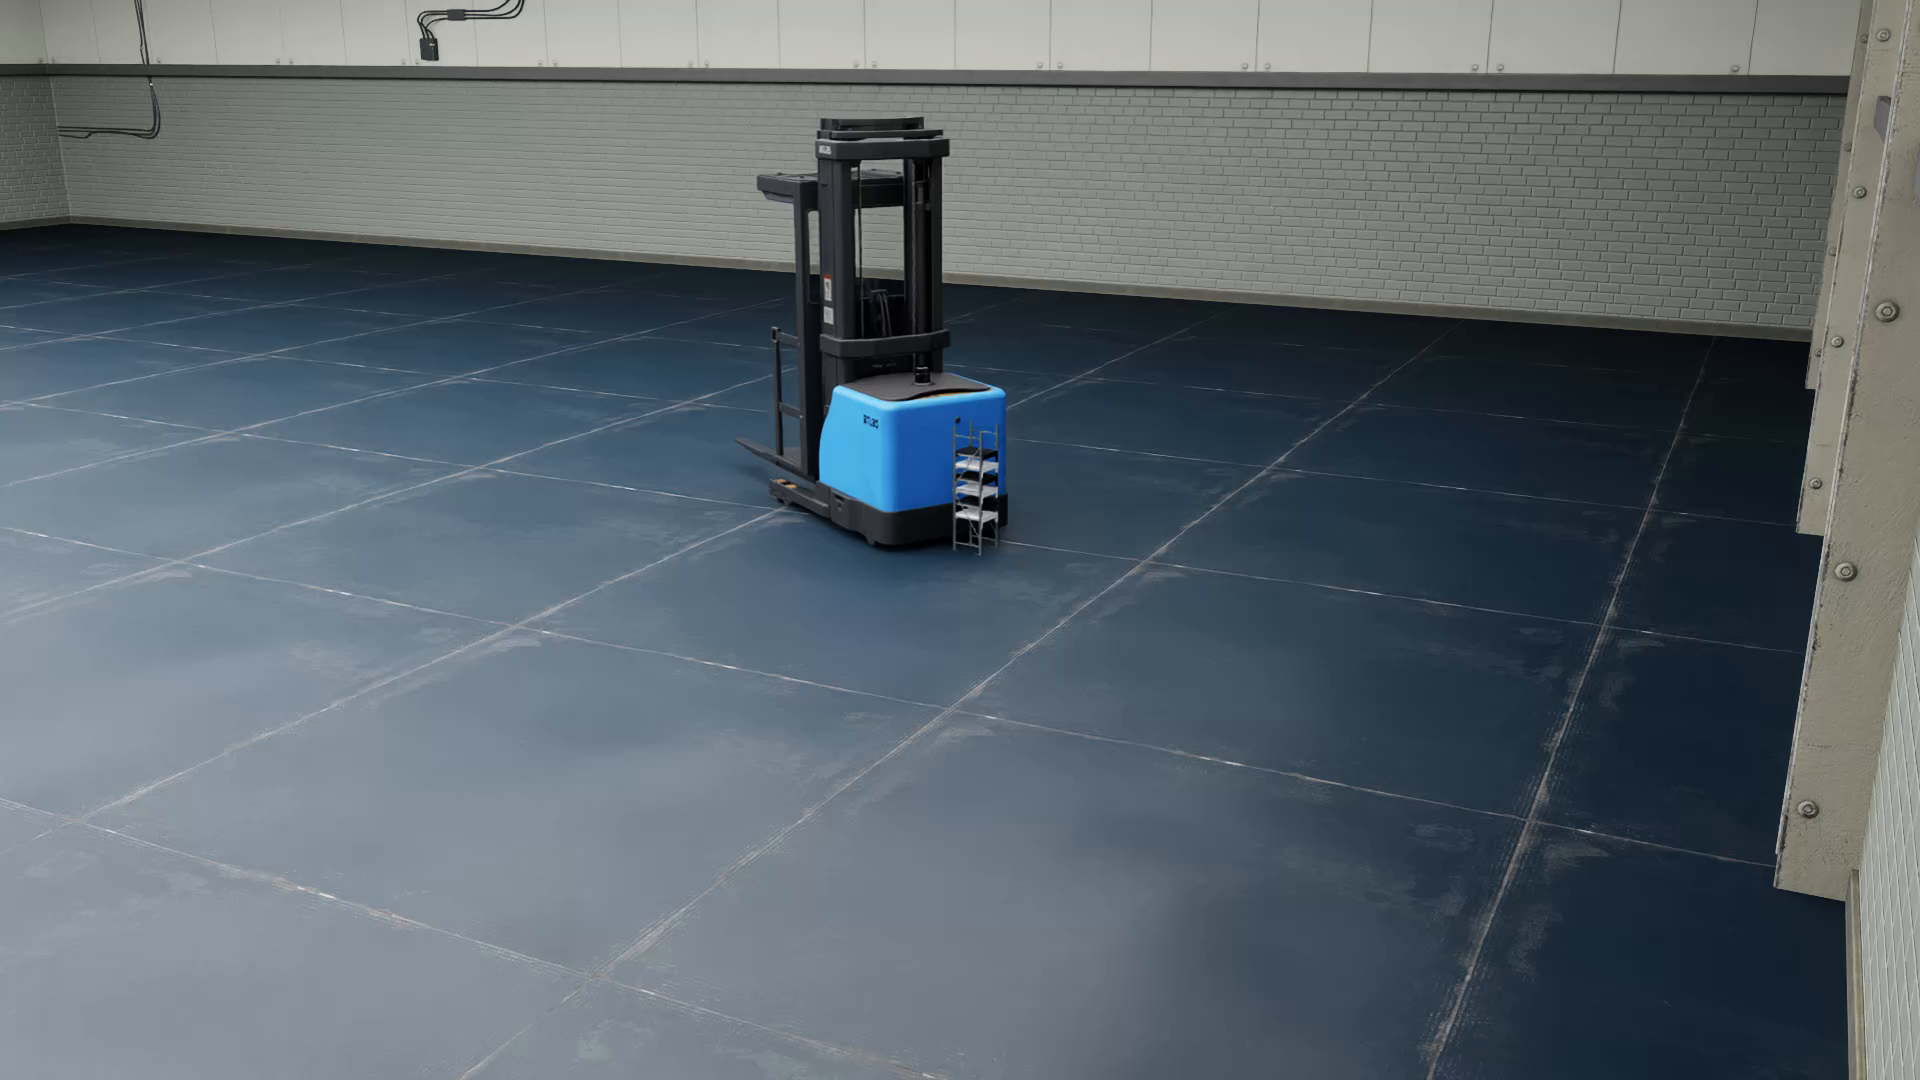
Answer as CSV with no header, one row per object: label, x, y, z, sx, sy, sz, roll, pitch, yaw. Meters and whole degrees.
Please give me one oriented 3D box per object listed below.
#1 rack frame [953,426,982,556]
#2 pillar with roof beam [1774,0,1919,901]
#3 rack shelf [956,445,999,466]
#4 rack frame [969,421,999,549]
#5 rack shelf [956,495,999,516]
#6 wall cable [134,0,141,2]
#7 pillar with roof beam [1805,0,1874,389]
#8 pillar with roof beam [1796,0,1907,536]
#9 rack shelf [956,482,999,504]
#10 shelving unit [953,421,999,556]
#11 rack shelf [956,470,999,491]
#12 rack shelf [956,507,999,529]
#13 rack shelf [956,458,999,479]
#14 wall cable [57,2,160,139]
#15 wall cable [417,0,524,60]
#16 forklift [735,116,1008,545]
rack frame,0.053,-0.339,11.584,0.240,0.900,0.006,11,20,33
pillar with roof beam,-0.170,-3.418,7.726,9.100,9.000,0.400,8,18,25
rack shelf,0.110,-0.589,11.597,0.258,0.077,0.200,11,20,33
rack frame,0.168,-0.386,11.744,0.240,0.900,0.006,11,20,33
rack shelf,0.110,-0.244,11.699,0.258,0.077,0.200,11,20,33
wall cable,-14.217,-11.105,30.190,3.097,2.526,0.112,8,18,25
pillar with roof beam,5.192,-6.474,18.017,9.100,9.000,0.400,8,18,25
pillar with roof beam,2.511,-4.946,12.872,9.100,9.000,0.400,8,18,25
rack shelf,0.110,-0.331,11.674,0.258,0.077,0.200,11,20,33
shelving unit,0.110,-0.362,11.664,0.258,0.900,0.210,11,20,33
rack shelf,0.110,-0.417,11.648,0.258,0.077,0.200,11,20,33
rack shelf,0.110,-0.158,11.725,0.258,0.077,0.200,11,20,33
rack shelf,0.110,-0.503,11.623,0.258,0.077,0.200,11,20,33
wall cable,-16.638,-9.028,32.068,3.097,2.526,0.112,8,18,25
wall cable,-8.152,-10.935,27.062,2.305,6.003,0.169,8,18,25
forklift,-0.847,-1.734,12.715,1.130,2.935,3.031,-10,19,-30
